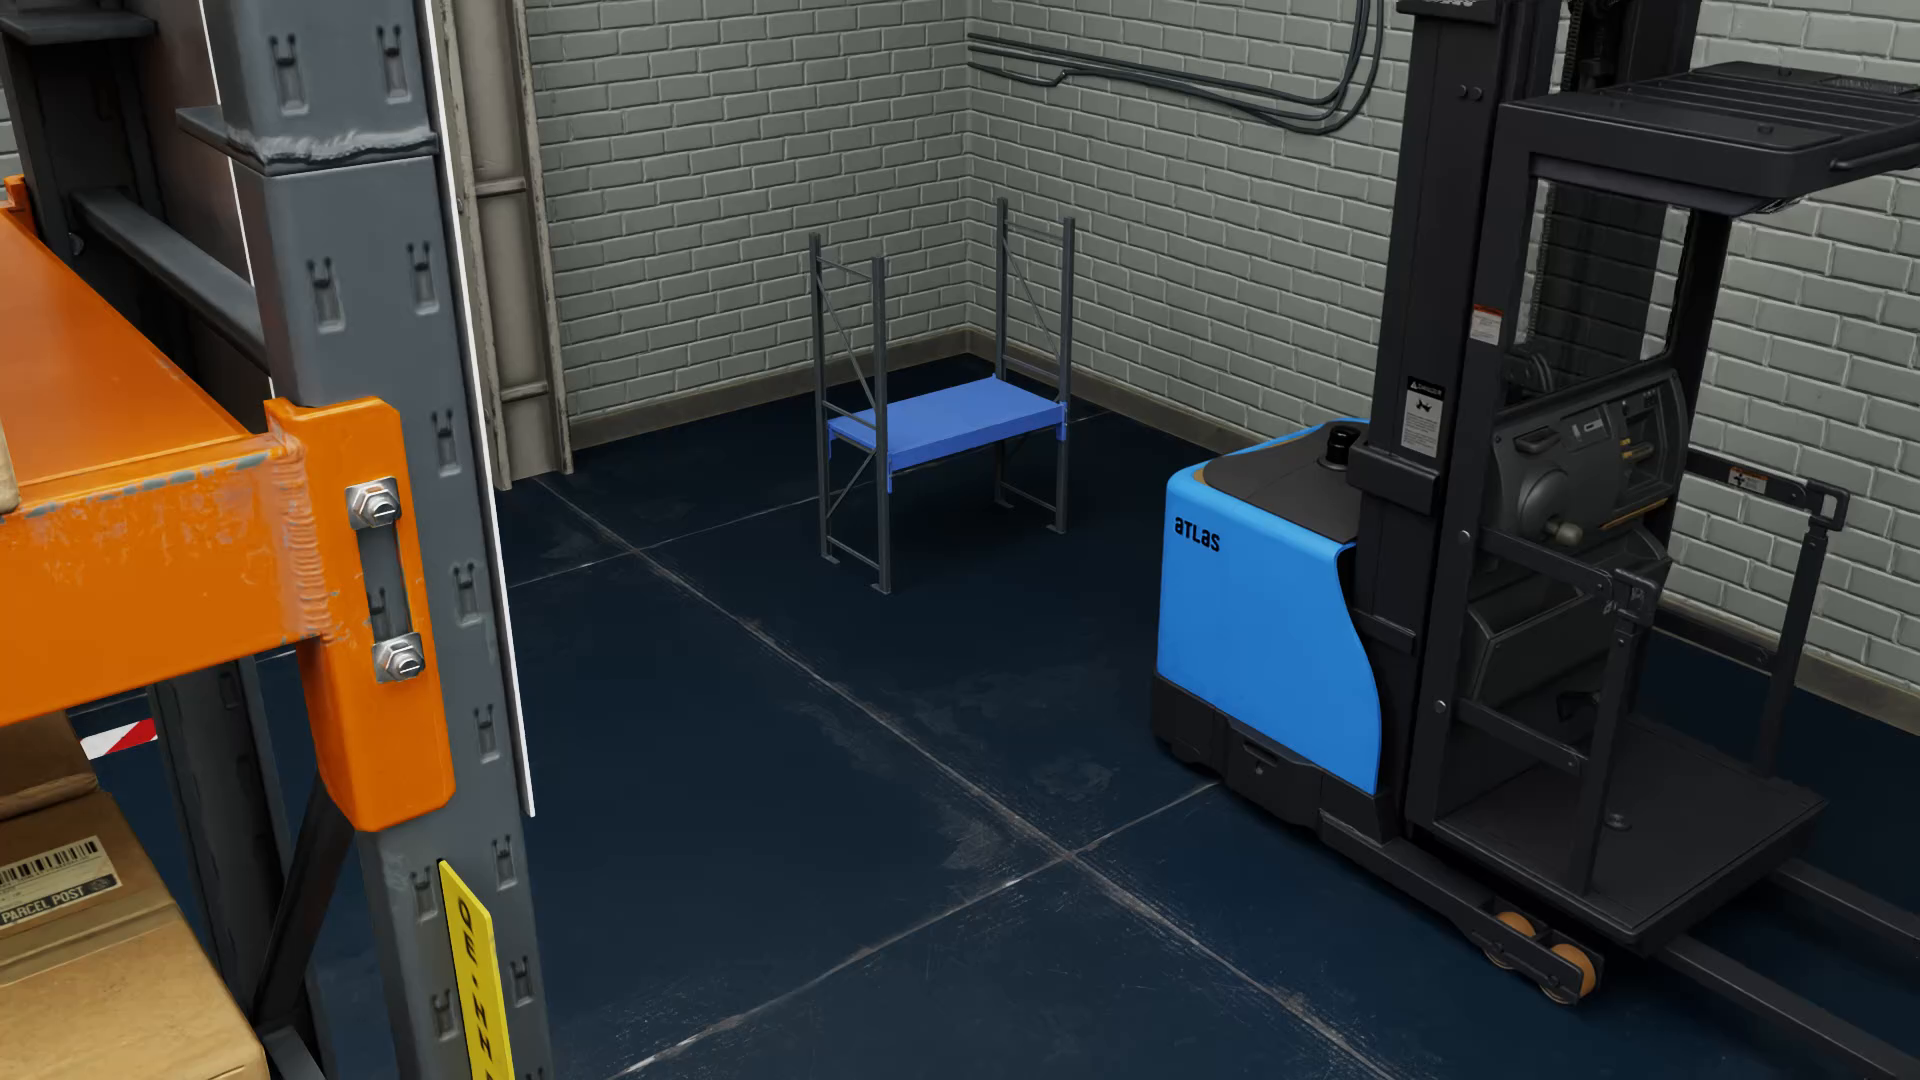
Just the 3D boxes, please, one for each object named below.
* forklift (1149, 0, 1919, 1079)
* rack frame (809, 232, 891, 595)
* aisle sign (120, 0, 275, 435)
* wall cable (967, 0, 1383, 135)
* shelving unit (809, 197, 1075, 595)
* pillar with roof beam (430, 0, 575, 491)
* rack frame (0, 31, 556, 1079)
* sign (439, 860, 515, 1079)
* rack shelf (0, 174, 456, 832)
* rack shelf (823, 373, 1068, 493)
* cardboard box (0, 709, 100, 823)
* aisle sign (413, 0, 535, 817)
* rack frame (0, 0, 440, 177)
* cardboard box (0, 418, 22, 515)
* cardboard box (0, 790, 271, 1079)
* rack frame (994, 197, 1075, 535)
[{"bbox_3d":[1.988,-0.217,4.736,1.130,2.935,3.031,-18,30,-34],"label":"forklift"},{"bbox_3d":[-0.467,-0.526,7.102,0.032,1.500,0.500,-18,31,-34],"label":"rack frame"},{"bbox_3d":[-0.876,-0.372,1.900,0.004,0.787,0.394,-18,31,-34],"label":"aisle sign"},{"bbox_3d":[0.863,-3.381,8.035,0.112,2.526,3.097,-18,31,-34],"label":"wall cable"},{"bbox_3d":[-0.067,-0.658,7.387,1.048,1.500,0.538,-18,31,-34],"label":"shelving unit"},{"bbox_3d":[0.439,-3.001,3.527,0.400,9.000,9.100,-18,31,-34],"label":"pillar with roof beam"},{"bbox_3d":[-0.749,0.922,2.200,0.127,3.000,1.000,-18,31,-34],"label":"rack frame"},{"bbox_3d":[-0.422,0.443,1.482,0.005,0.325,0.100,-18,31,-34],"label":"sign"},{"bbox_3d":[-2.322,0.407,0.600,4.000,0.370,1.077,-18,31,-34],"label":"rack shelf"},{"bbox_3d":[-0.067,-0.495,7.462,1.000,0.185,0.538,-18,31,-34],"label":"rack shelf"},{"bbox_3d":[-1.260,0.451,1.908,0.500,0.500,0.500,-17,30,-33],"label":"cardboard box"},{"bbox_3d":[-0.506,-0.173,1.472,0.004,0.787,0.394,-18,31,-34],"label":"aisle sign"},{"bbox_3d":[-0.749,-1.799,0.937,0.127,3.000,1.000,-18,31,-34],"label":"rack frame"},{"bbox_3d":[-0.990,-0.150,1.124,0.500,0.250,0.500,-18,31,-34],"label":"cardboard box"},{"bbox_3d":[-0.929,0.630,1.523,0.500,0.500,0.500,-19,31,-34],"label":"cardboard box"},{"bbox_3d":[0.333,-0.790,7.671,0.032,1.500,0.500,-18,31,-34],"label":"rack frame"}]
